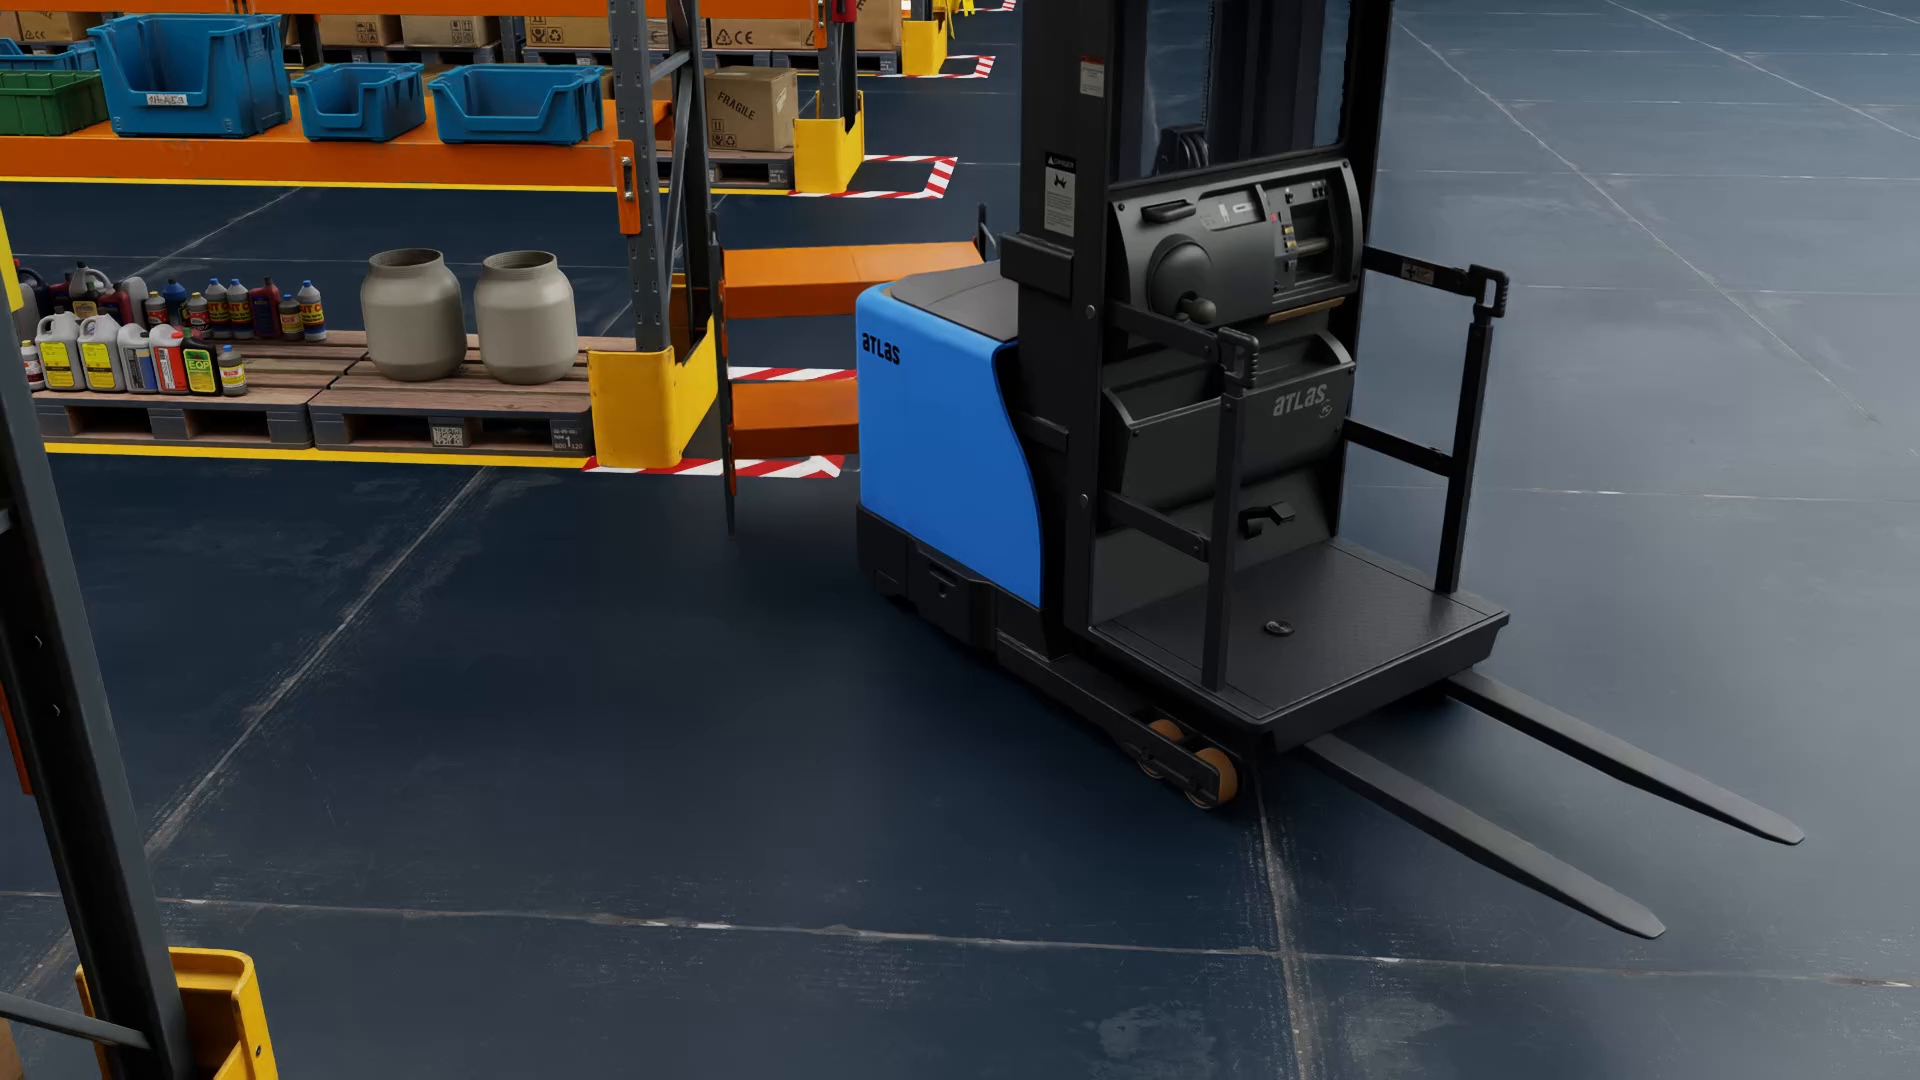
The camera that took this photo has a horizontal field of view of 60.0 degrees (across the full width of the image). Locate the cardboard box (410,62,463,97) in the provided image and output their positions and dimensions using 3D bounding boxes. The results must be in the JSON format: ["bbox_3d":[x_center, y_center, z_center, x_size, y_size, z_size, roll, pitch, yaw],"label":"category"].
[{"bbox_3d":[-3.870,-3.124,11.938,0.500,0.500,0.500,10,27,21],"label":"cardboard box"}]

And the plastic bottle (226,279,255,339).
[{"bbox_3d":[-3.354,-1.080,7.746,0.097,0.271,0.097,0,25,0],"label":"plastic bottle"}]

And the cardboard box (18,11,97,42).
[{"bbox_3d":[-9.022,-5.272,16.607,0.500,0.500,0.500,2,25,4],"label":"cardboard box"}]

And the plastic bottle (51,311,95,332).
[{"bbox_3d":[-3.846,-0.855,7.252,0.135,0.276,0.152,2,25,4],"label":"plastic bottle"}]

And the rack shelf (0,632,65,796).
[{"bbox_3d":[-3.606,0.407,2.639,4.000,0.370,1.077,2,25,4],"label":"rack shelf"}]

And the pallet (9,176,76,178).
[{"bbox_3d":[-6.834,-2.908,12.318,1.213,0.211,1.003,2,25,4],"label":"pallet"}]

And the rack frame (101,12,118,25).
[{"bbox_3d":[-8.346,-6.305,16.364,0.127,3.000,1.000,2,25,4],"label":"rack frame"}]

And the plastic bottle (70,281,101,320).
[{"bbox_3d":[-4.022,-1.054,7.675,0.133,0.283,0.061,2,25,4],"label":"plastic bottle"}]

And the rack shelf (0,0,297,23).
[{"bbox_3d":[-6.832,-3.850,11.889,4.000,0.370,1.077,2,25,4],"label":"rack shelf"}]

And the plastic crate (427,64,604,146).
[{"bbox_3d":[-1.751,-1.744,6.630,0.616,0.251,0.499,2,25,4],"label":"plastic crate"}]

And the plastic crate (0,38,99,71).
[{"bbox_3d":[-4.093,-2.059,7.314,0.616,0.251,0.499,2,25,4],"label":"plastic crate"}]

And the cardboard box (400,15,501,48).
[{"bbox_3d":[-4.983,-5.328,16.430,0.750,0.750,1.050,2,25,4],"label":"cardboard box"}]

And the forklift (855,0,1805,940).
[{"bbox_3d":[0.923,-0.817,4.519,1.130,2.935,3.031,-17,30,-33],"label":"forklift"}]

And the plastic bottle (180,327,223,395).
[{"bbox_3d":[-3.211,-0.759,7.034,0.133,0.283,0.061,2,25,5],"label":"plastic bottle"}]

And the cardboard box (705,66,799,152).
[{"bbox_3d":[-1.471,-3.067,11.815,0.500,0.500,0.500,6,25,14],"label":"cardboard box"}]

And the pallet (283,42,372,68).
[{"bbox_3d":[-6.352,-4.941,16.736,1.213,0.211,1.003,2,25,4],"label":"pallet"}]

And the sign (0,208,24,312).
[{"bbox_3d":[-1.563,-0.517,2.654,0.005,0.325,0.100,2,25,4],"label":"sign"}]

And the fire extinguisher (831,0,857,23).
[{"bbox_3d":[-0.771,-3.754,10.913,0.183,0.674,0.296,2,25,4],"label":"fire extinguisher"}]

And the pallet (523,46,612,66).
[{"bbox_3d":[-3.605,-4.853,16.545,1.213,0.211,1.003,2,25,4],"label":"pallet"}]

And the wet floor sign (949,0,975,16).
[{"bbox_3d":[0.017,-6.594,19.808,0.232,0.644,0.267,11,27,22],"label":"wet floor sign"}]

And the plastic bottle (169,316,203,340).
[{"bbox_3d":[-3.335,-0.826,7.181,0.133,0.283,0.061,2,25,4],"label":"plastic bottle"}]

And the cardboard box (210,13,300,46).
[{"bbox_3d":[-6.873,-5.390,16.565,0.750,0.750,1.050,2,25,5],"label":"cardboard box"}]

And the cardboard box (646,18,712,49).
[{"bbox_3d":[-2.837,-5.326,16.276,0.875,0.875,0.875,2,25,4],"label":"cardboard box"}]

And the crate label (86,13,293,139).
[{"bbox_3d":[-3.085,-1.883,6.711,0.616,0.435,0.502,2,25,4],"label":"crate label"}]

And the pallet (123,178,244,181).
[{"bbox_3d":[-5.614,-2.870,12.236,1.213,0.211,1.003,2,25,4],"label":"pallet"}]

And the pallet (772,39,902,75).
[{"bbox_3d":[-1.172,-4.775,16.375,1.213,0.211,1.003,2,25,4],"label":"pallet"}]

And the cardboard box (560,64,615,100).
[{"bbox_3d":[-2.692,-3.100,11.886,0.500,0.500,0.500,4,25,9],"label":"cardboard box"}]

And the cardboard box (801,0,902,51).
[{"bbox_3d":[-1.050,-5.269,16.151,0.875,0.875,0.875,2,25,4],"label":"cardboard box"}]

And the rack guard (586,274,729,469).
[{"bbox_3d":[-1.308,-0.768,7.321,0.348,0.500,1.175,2,25,4],"label":"rack guard"}]

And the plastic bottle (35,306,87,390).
[{"bbox_3d":[-3.832,-0.827,7.101,0.185,0.351,0.144,2,25,4],"label":"plastic bottle"}]

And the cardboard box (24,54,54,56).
[{"bbox_3d":[-7.037,-3.264,12.220,0.500,0.500,0.700,4,25,8],"label":"cardboard box"}]

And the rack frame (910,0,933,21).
[{"bbox_3d":[-0.369,-6.049,15.807,0.127,3.000,1.000,2,25,4],"label":"rack frame"}]

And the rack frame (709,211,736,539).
[{"bbox_3d":[-0.894,-0.619,6.250,0.032,1.125,0.500,-3,25,-7],"label":"rack frame"}]

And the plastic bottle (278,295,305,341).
[{"bbox_3d":[-3.116,-1.040,7.744,0.097,0.201,0.097,0,25,0],"label":"plastic bottle"}]

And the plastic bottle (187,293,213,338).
[{"bbox_3d":[-3.553,-1.054,7.775,0.097,0.201,0.097,0,25,0],"label":"plastic bottle"}]

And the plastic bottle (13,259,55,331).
[{"bbox_3d":[-4.362,-1.138,7.778,0.185,0.351,0.144,1,25,1],"label":"plastic bottle"}]

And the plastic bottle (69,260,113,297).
[{"bbox_3d":[-4.039,-1.128,7.756,0.185,0.351,0.144,2,25,4],"label":"plastic bottle"}]

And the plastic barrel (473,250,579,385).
[{"bbox_3d":[-1.891,-0.970,7.244,0.421,0.512,0.421,0,25,0],"label":"plastic barrel"}]

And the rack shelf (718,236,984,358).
[{"bbox_3d":[-0.390,-0.914,6.190,1.000,0.278,0.538,-3,25,-7],"label":"rack shelf"}]

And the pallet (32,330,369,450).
[{"bbox_3d":[-3.331,-0.705,7.530,1.213,0.211,1.003,2,25,4],"label":"pallet"}]

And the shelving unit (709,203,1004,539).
[{"bbox_3d":[-0.390,-0.648,6.313,1.048,1.125,0.538,-3,25,-7],"label":"shelving unit"}]

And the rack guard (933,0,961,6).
[{"bbox_3d":[-0.167,-6.982,20.826,0.348,0.500,1.175,2,25,4],"label":"rack guard"}]

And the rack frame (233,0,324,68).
[{"bbox_3d":[-4.838,-4.113,11.600,0.127,3.000,1.000,2,25,4],"label":"rack frame"}]

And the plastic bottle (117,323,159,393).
[{"bbox_3d":[-3.481,-0.783,7.096,0.135,0.276,0.152,1,25,3],"label":"plastic bottle"}]

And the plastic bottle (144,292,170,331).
[{"bbox_3d":[-3.758,-1.061,7.789,0.097,0.201,0.097,0,25,0],"label":"plastic bottle"}]
